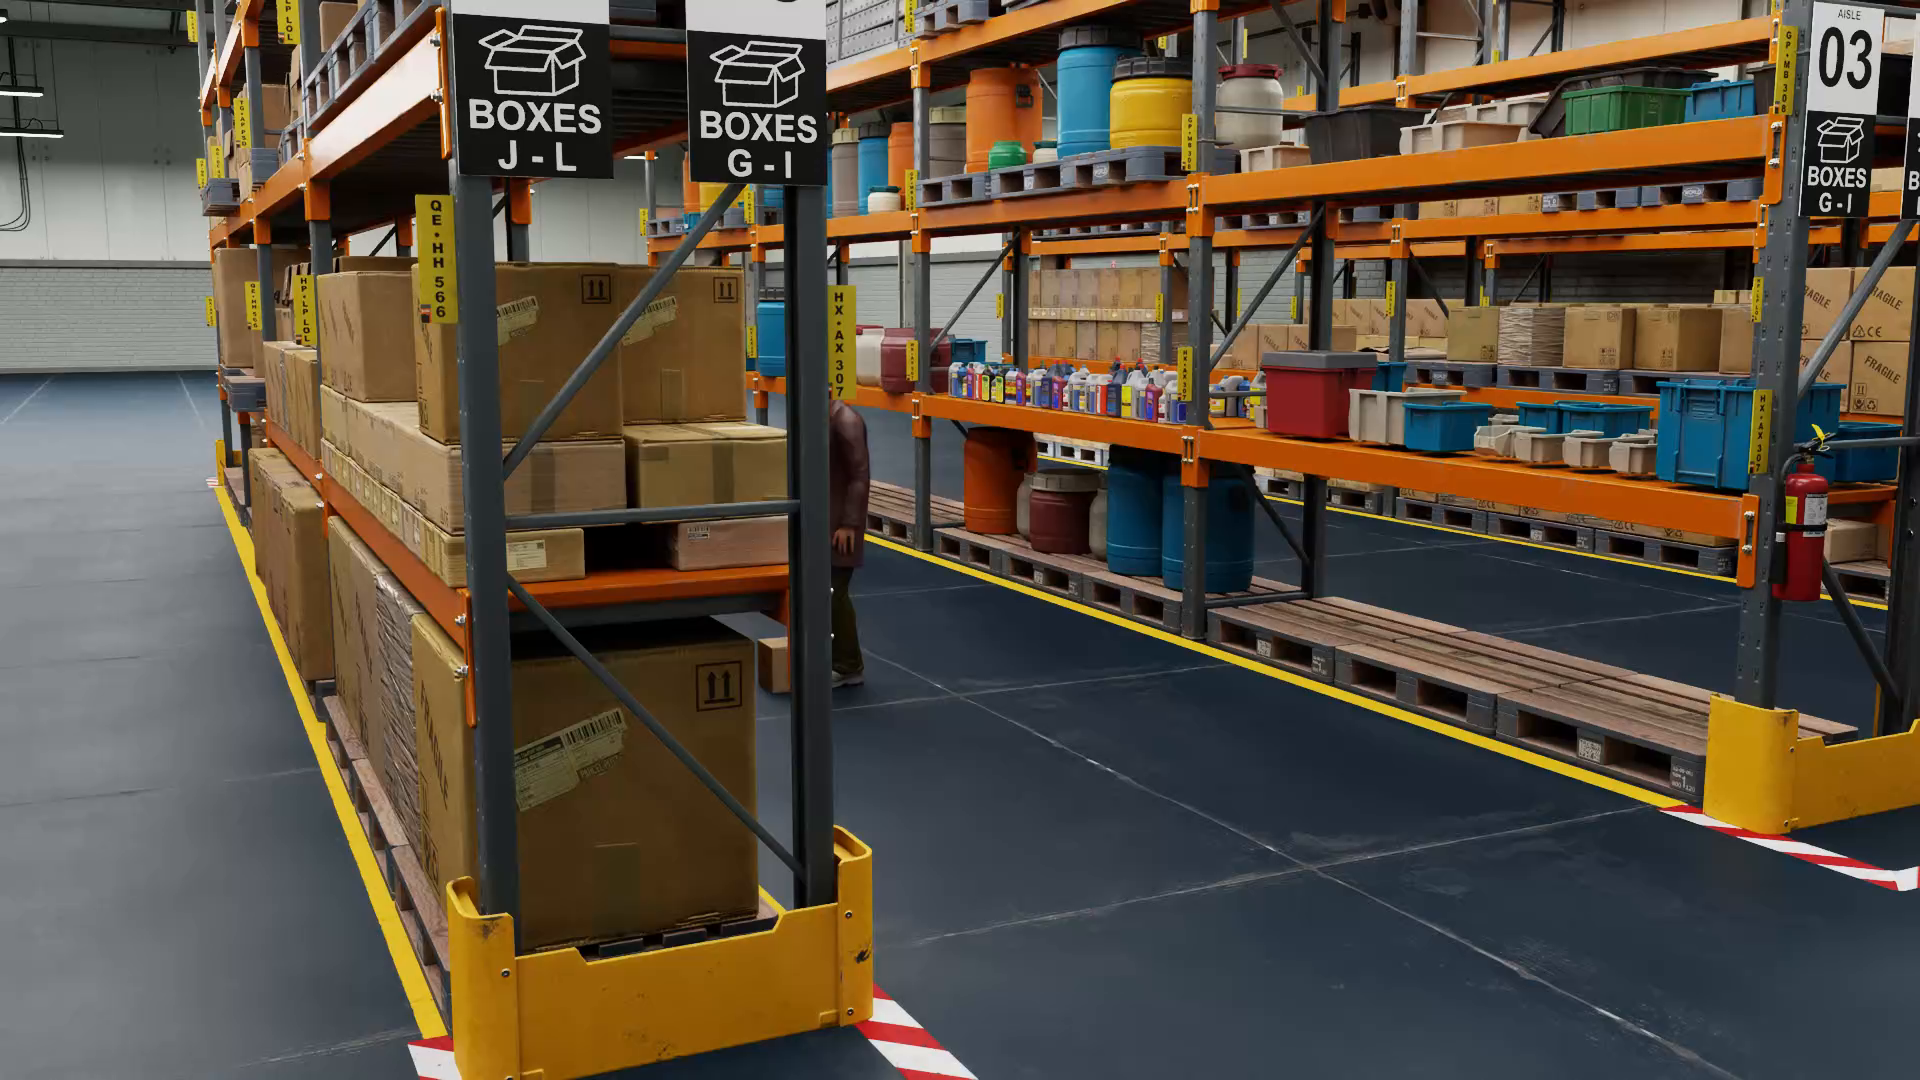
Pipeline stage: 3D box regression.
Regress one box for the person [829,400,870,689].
[{"bbox_3d":[-0.715,-0.094,9.036,0.429,1.772,0.647,-5,10,-29],"label":"person"}]
